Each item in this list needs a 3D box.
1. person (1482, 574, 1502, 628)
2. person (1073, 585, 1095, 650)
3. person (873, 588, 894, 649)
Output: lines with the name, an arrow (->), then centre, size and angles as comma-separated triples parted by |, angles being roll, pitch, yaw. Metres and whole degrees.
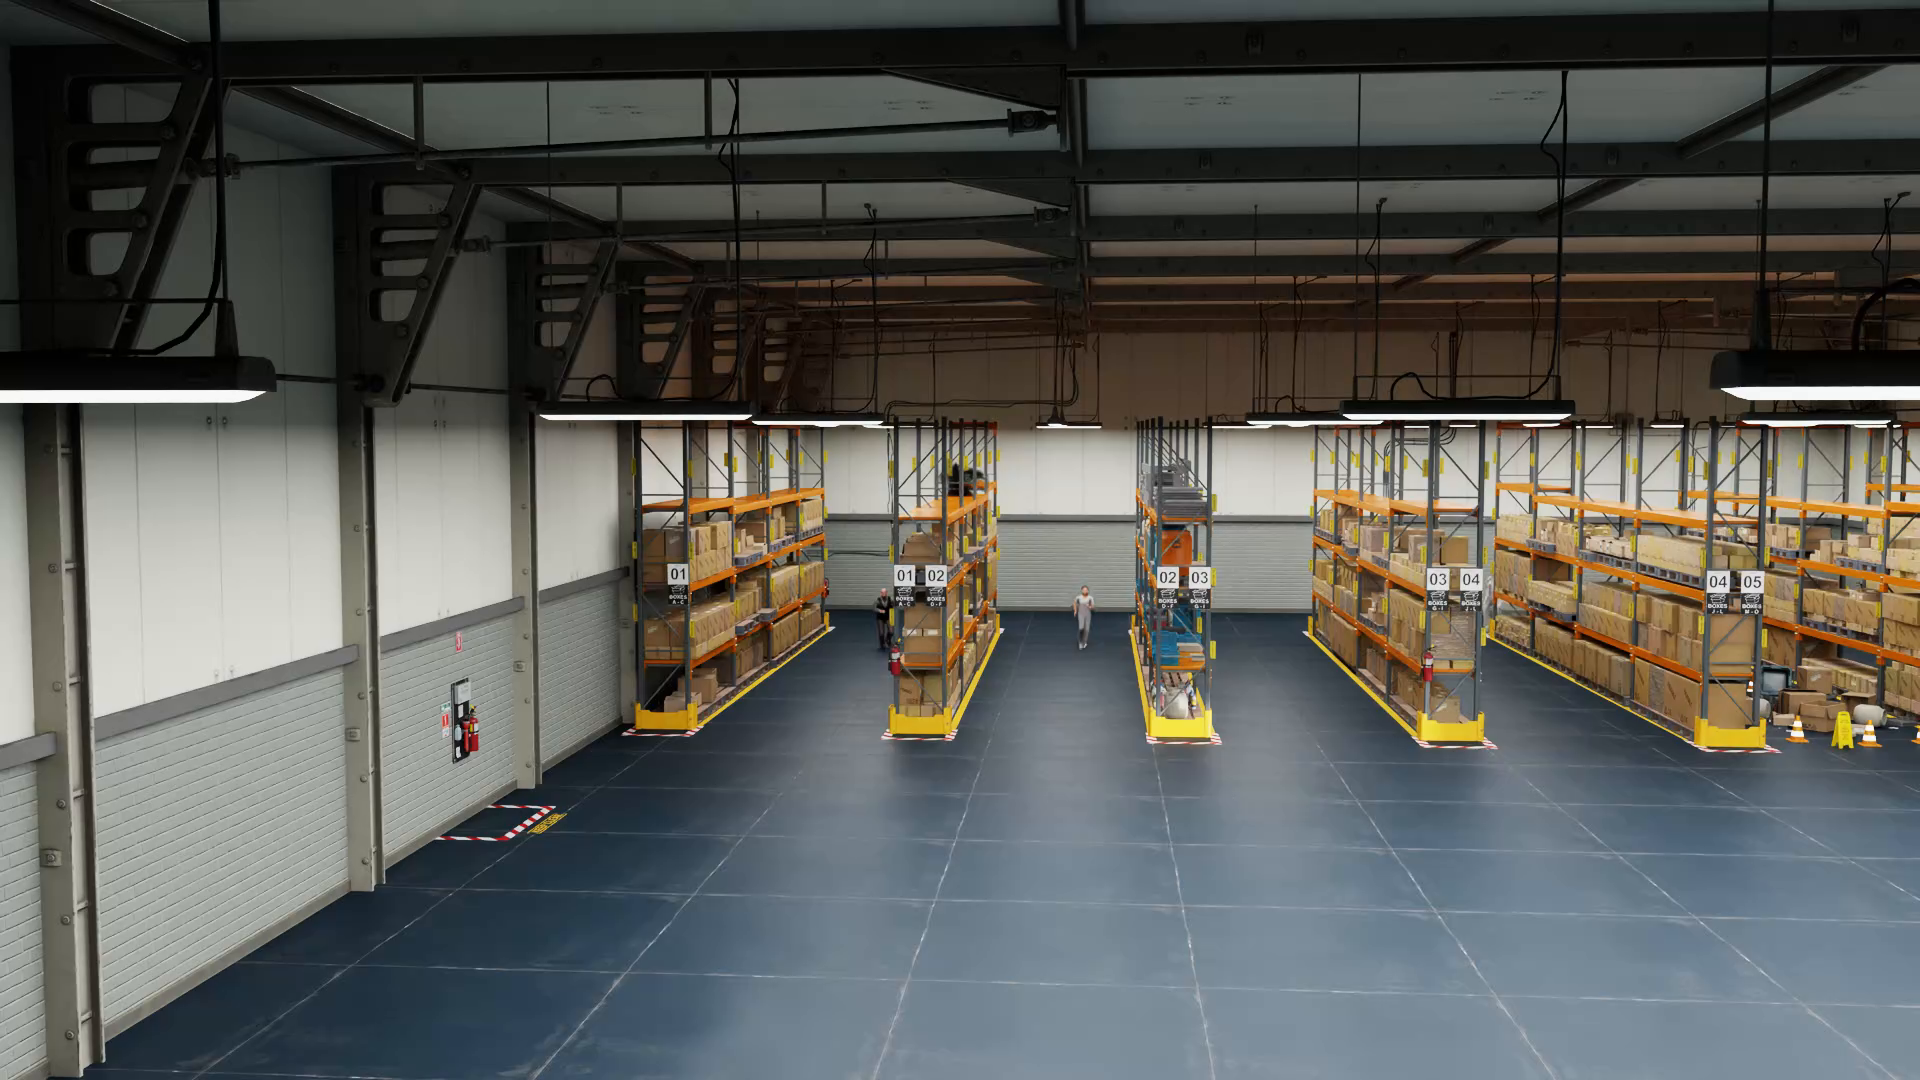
person -> 15.340, 1.712, 47.789 | 0.865, 1.846, 0.671 | -3, 5, -38
person -> 3.268, 2.039, 43.695 | 0.530, 1.682, 0.702 | 0, 4, -2
person -> -1.964, 2.064, 43.564 | 0.660, 1.612, 0.888 | 0, 4, -7
